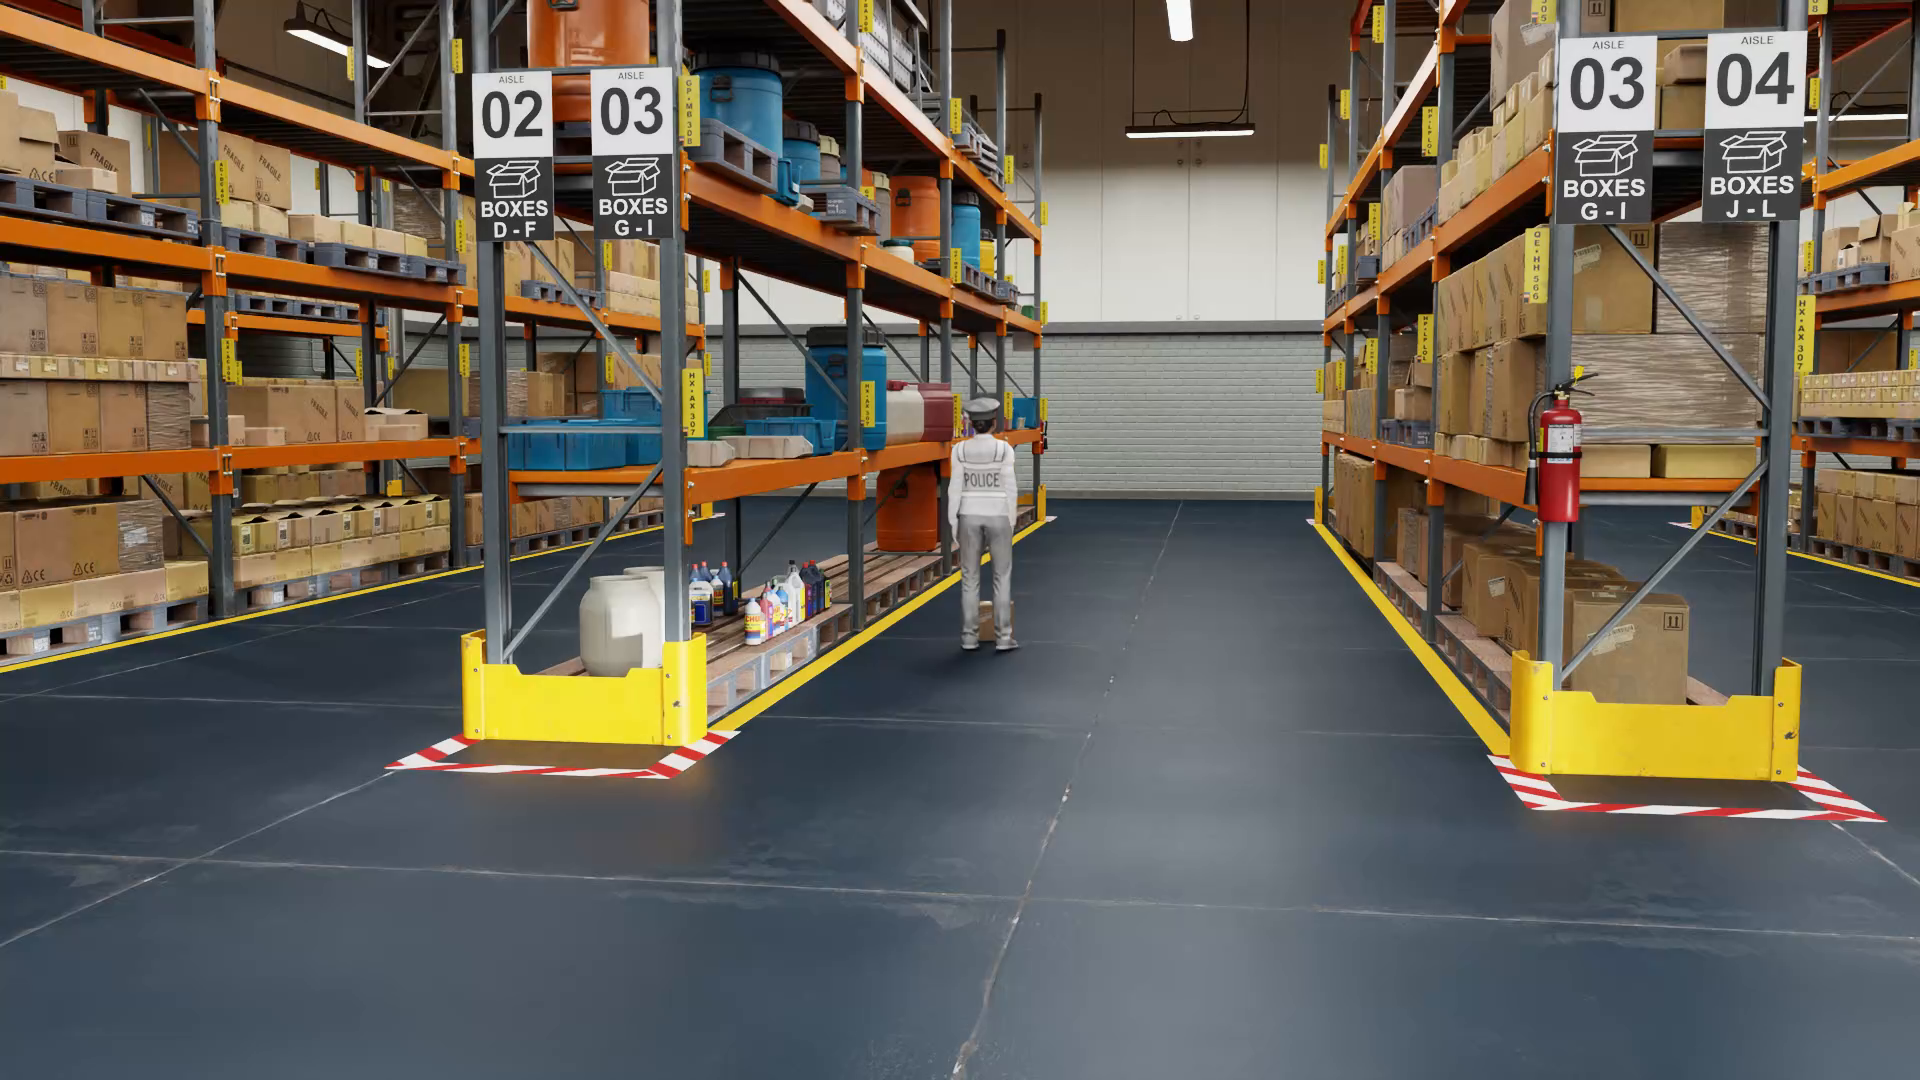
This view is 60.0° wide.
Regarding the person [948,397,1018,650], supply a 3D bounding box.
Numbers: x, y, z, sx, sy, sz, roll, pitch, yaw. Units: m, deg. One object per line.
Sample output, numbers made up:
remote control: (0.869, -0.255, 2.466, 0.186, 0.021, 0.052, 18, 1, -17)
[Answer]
person: (0.155, -0.107, 11.110, 0.473, 1.687, 0.348, 1, 5, 9)
